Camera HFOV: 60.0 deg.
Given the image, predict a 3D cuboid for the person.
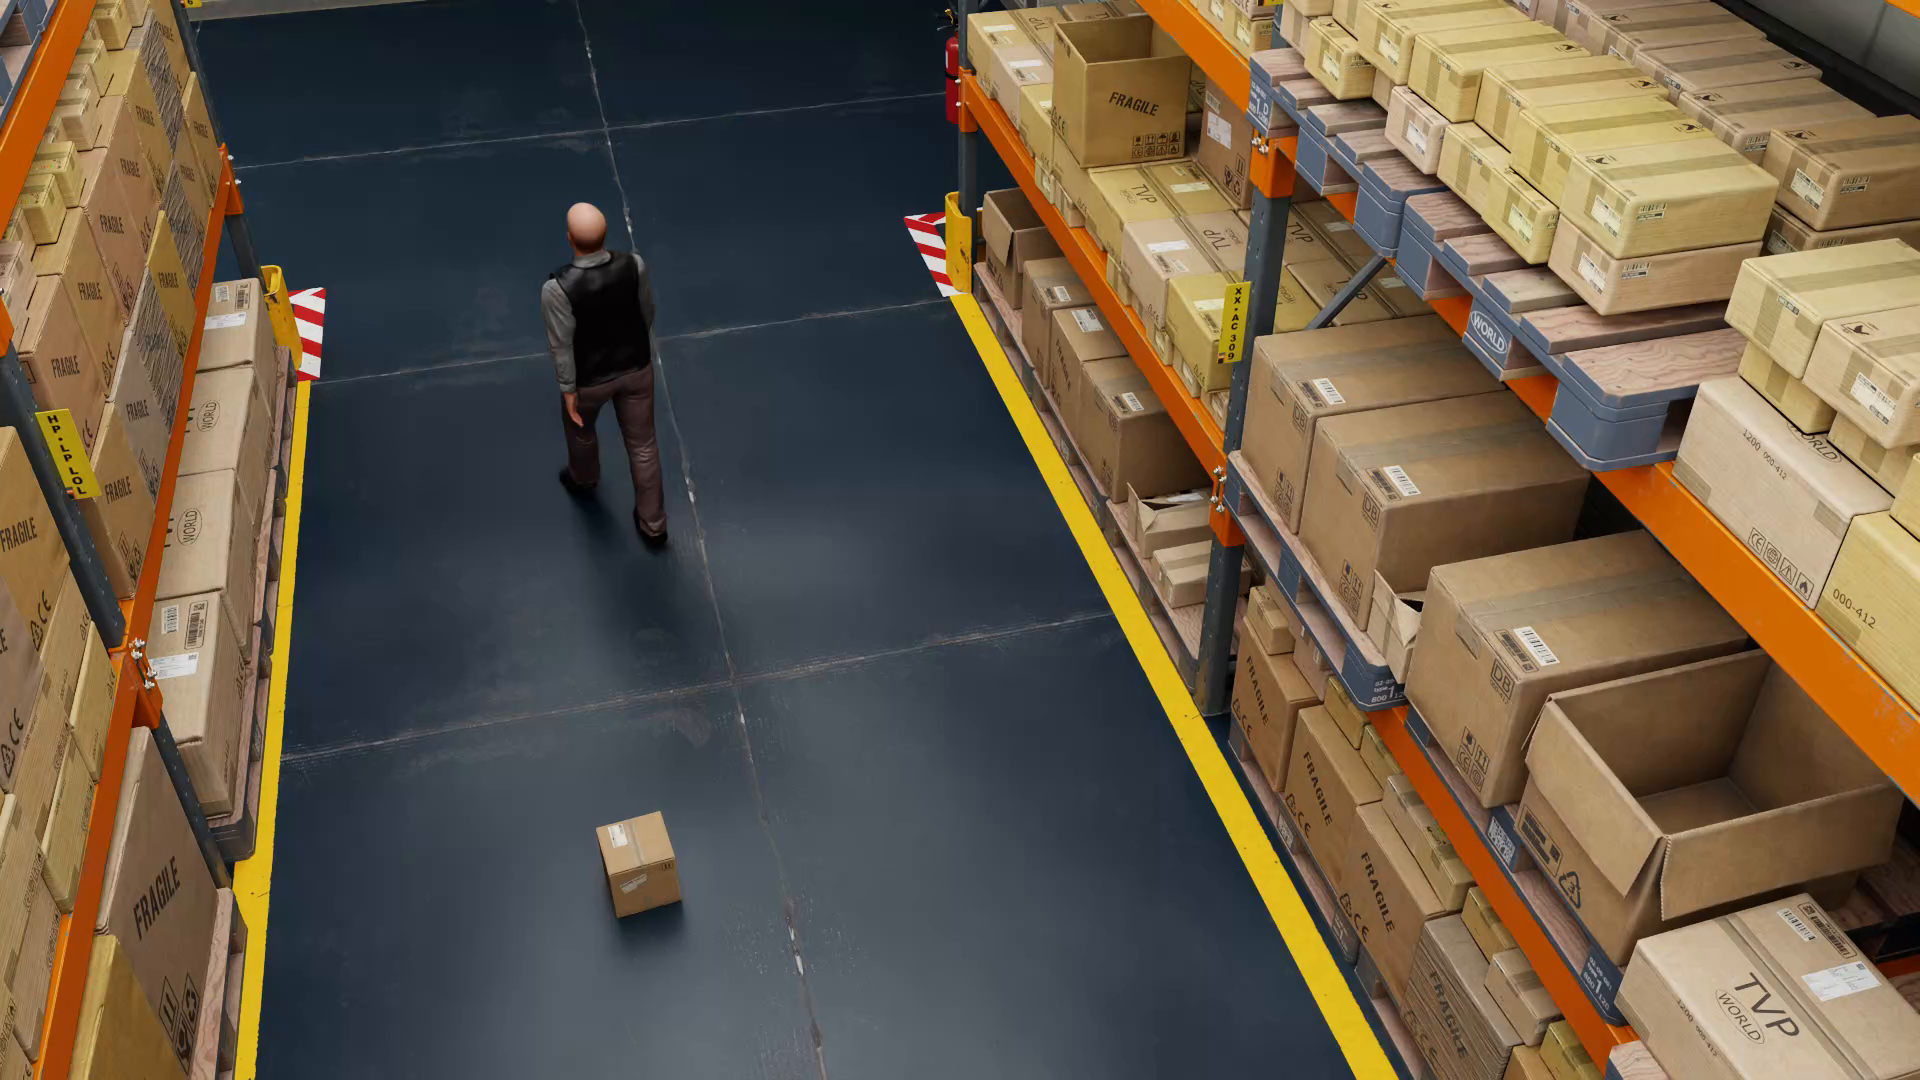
[{"bbox_3d":[-1.678,-0.836,7.800,0.550,1.710,0.887,-18,41,-22],"label":"person"}]
